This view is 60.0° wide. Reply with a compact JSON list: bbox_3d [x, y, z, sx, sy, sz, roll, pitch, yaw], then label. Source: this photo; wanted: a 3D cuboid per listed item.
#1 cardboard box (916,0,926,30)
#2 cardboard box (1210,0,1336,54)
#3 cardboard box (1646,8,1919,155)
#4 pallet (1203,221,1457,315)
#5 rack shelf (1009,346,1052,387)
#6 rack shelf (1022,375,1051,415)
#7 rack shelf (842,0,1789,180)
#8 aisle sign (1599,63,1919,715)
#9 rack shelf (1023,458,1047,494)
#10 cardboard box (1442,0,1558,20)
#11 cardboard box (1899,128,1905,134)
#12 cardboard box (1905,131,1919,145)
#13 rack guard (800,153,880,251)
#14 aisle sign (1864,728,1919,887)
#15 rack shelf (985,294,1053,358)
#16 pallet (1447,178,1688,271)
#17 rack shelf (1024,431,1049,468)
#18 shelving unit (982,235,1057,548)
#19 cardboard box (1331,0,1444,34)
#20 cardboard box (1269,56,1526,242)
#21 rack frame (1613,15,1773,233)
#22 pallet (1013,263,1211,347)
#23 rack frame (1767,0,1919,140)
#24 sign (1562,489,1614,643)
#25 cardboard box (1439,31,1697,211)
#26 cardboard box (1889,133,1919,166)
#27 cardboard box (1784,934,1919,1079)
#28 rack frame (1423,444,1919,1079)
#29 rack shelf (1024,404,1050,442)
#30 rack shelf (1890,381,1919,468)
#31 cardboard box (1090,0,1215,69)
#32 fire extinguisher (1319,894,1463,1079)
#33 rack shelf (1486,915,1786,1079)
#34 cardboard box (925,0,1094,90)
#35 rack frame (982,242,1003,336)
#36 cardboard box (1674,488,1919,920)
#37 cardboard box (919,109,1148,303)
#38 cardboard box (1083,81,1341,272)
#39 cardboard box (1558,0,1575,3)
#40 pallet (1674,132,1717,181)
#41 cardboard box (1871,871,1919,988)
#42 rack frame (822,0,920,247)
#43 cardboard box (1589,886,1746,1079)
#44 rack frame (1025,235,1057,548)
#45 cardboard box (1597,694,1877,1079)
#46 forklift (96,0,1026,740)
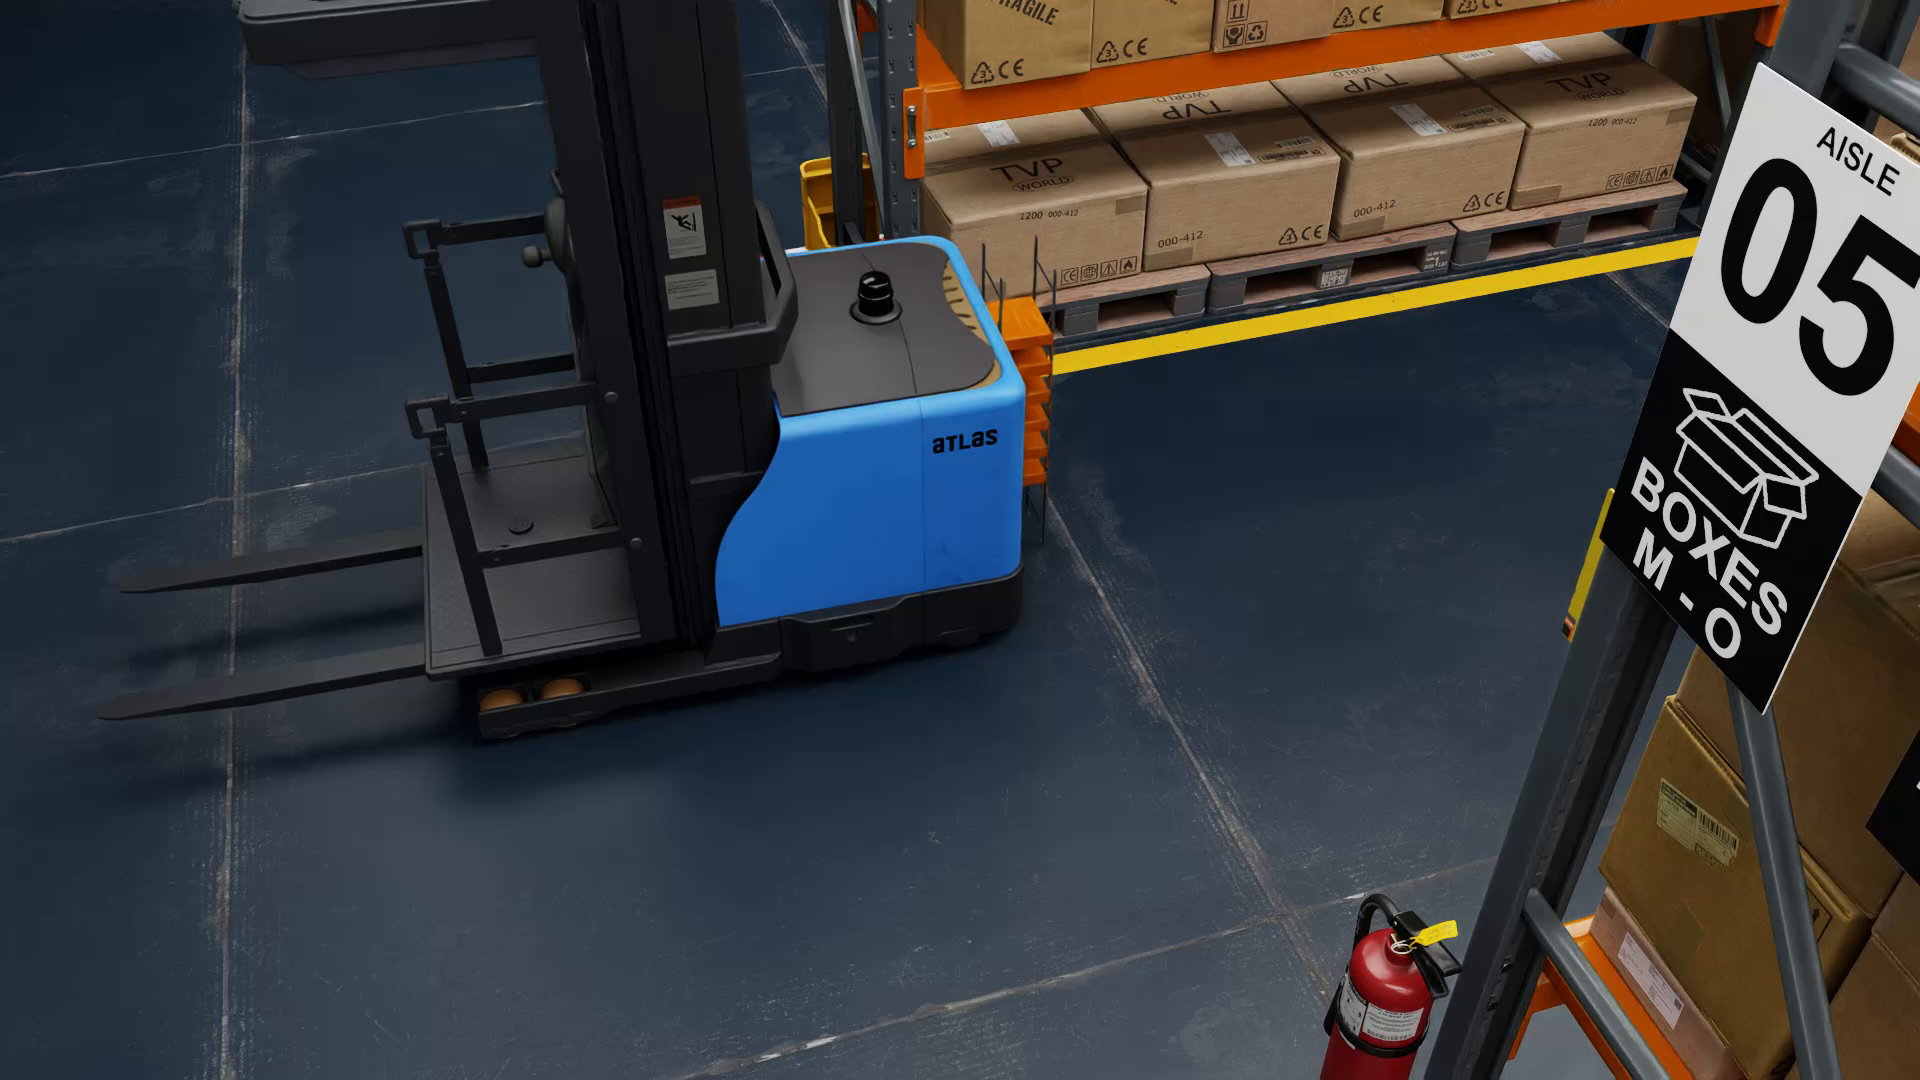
[{"bbox_3d":[0.015,-2.409,6.652,0.500,0.500,0.500,-11,42,-13],"label":"cardboard box"},{"bbox_3d":[1.144,-2.269,6.492,0.500,0.500,0.500,-12,43,-13],"label":"cardboard box"},{"bbox_3d":[4.017,-2.431,8.049,0.875,0.875,0.875,-10,42,-12],"label":"cardboard box"},{"bbox_3d":[1.536,-1.506,7.813,1.213,0.211,1.003,-12,42,-13],"label":"pallet"},{"bbox_3d":[0.196,-0.631,5.763,0.180,0.103,0.258,-10,42,-11],"label":"rack shelf"},{"bbox_3d":[0.196,-0.540,5.842,0.180,0.103,0.258,-10,42,-11],"label":"rack shelf"},{"bbox_3d":[1.542,-2.235,7.075,4.000,0.370,1.077,-12,42,-13],"label":"rack shelf"},{"bbox_3d":[1.058,-0.177,2.196,0.004,0.787,0.394,-12,42,-13],"label":"aisle sign"},{"bbox_3d":[0.196,-0.269,6.079,0.180,0.103,0.258,-10,42,-11],"label":"rack shelf"},{"bbox_3d":[2.120,-2.473,6.724,0.500,0.500,0.500,-12,43,-14],"label":"cardboard box"},{"bbox_3d":[4.877,-2.615,8.259,0.875,0.875,0.875,-11,42,-12],"label":"cardboard box"},{"bbox_3d":[1.581,-0.536,2.038,0.500,0.250,0.500,-13,43,-14],"label":"cardboard box"},{"bbox_3d":[-0.388,-1.164,7.202,0.348,0.500,1.175,-12,42,-13],"label":"rack guard"},{"bbox_3d":[1.239,0.200,1.765,0.004,0.787,0.394,-12,42,-13],"label":"aisle sign"},{"bbox_3d":[0.196,-0.721,5.684,0.180,0.103,0.258,-10,42,-11],"label":"rack shelf"},{"bbox_3d":[2.701,-1.749,8.092,1.213,0.211,1.003,-12,42,-13],"label":"pallet"},{"bbox_3d":[0.196,-0.360,6.000,0.180,0.103,0.258,-10,42,-11],"label":"rack shelf"},{"bbox_3d":[0.196,-0.484,5.891,0.189,1.200,0.258,-10,42,-11],"label":"shelving unit"},{"bbox_3d":[1.616,-2.379,6.617,0.500,0.500,0.500,-10,42,-12],"label":"cardboard box"},{"bbox_3d":[1.965,-1.860,7.727,0.875,0.438,0.875,-13,43,-14],"label":"cardboard box"},{"bbox_3d":[3.450,-2.901,7.290,0.127,3.000,1.000,-12,42,-13],"label":"rack frame"},{"bbox_3d":[0.374,-1.267,7.540,1.213,0.211,1.003,-12,42,-13],"label":"pallet"},{"bbox_3d":[1.218,-1.283,0.879,0.127,3.000,1.000,-12,42,-13],"label":"rack frame"},{"bbox_3d":[1.071,0.069,2.771,0.005,0.325,0.100,-12,42,-13],"label":"sign"},{"bbox_3d":[2.819,-2.037,7.930,0.875,0.438,0.875,-12,43,-14],"label":"cardboard box"},{"bbox_3d":[1.573,-0.353,2.208,0.500,0.250,0.500,-13,43,-14],"label":"cardboard box"},{"bbox_3d":[1.729,0.911,2.625,0.500,0.500,0.500,-10,42,-11],"label":"cardboard box"},{"bbox_3d":[1.218,0.976,2.853,0.127,3.000,1.000,-12,42,-13],"label":"rack frame"},{"bbox_3d":[0.196,-0.450,5.921,0.180,0.103,0.258,-10,42,-11],"label":"rack shelf"},{"bbox_3d":[3.126,-0.278,2.555,4.000,0.370,1.077,-12,42,-13],"label":"rack shelf"},{"bbox_3d":[0.653,-2.180,6.389,0.500,0.500,0.500,-12,43,-14],"label":"cardboard box"},{"bbox_3d":[0.839,0.906,3.275,0.183,0.674,0.296,-12,42,-13],"label":"fire extinguisher"},{"bbox_3d":[3.126,0.852,3.542,4.000,0.370,1.077,-12,42,-13],"label":"rack shelf"},{"bbox_3d":[0.179,-2.063,6.255,0.500,0.500,0.500,-12,43,-13],"label":"cardboard box"},{"bbox_3d":[0.107,-0.468,5.874,0.006,1.200,0.240,-10,42,-11],"label":"rack frame"},{"bbox_3d":[1.580,0.203,2.675,0.500,0.500,0.500,-13,43,-14],"label":"cardboard box"},{"bbox_3d":[0.234,-1.497,7.311,0.875,0.438,0.875,-13,43,-15],"label":"cardboard box"},{"bbox_3d":[1.105,-1.683,7.524,0.875,0.438,0.875,-11,42,-12],"label":"cardboard box"},{"bbox_3d":[2.595,-2.581,6.849,0.500,0.500,0.500,-13,43,-14],"label":"cardboard box"},{"bbox_3d":[4.163,-2.050,8.436,1.213,0.211,1.003,-12,42,-13],"label":"pallet"},{"bbox_3d":[1.726,0.528,2.304,0.500,0.500,0.500,-12,43,-13],"label":"cardboard box"},{"bbox_3d":[-0.365,-2.110,6.385,0.127,3.000,1.000,-12,42,-13],"label":"rack frame"},{"bbox_3d":[1.444,0.829,3.212,0.250,0.149,0.380,-12,42,-13],"label":"cardboard box"},{"bbox_3d":[0.284,-0.499,5.909,0.006,1.200,0.240,-10,42,-11],"label":"rack frame"},{"bbox_3d":[1.569,0.576,3.008,0.500,0.500,0.500,-11,42,-12],"label":"cardboard box"},{"bbox_3d":[-1.354,-0.835,4.978,3.031,2.935,1.130,-10,42,-11],"label":"forklift"}]
